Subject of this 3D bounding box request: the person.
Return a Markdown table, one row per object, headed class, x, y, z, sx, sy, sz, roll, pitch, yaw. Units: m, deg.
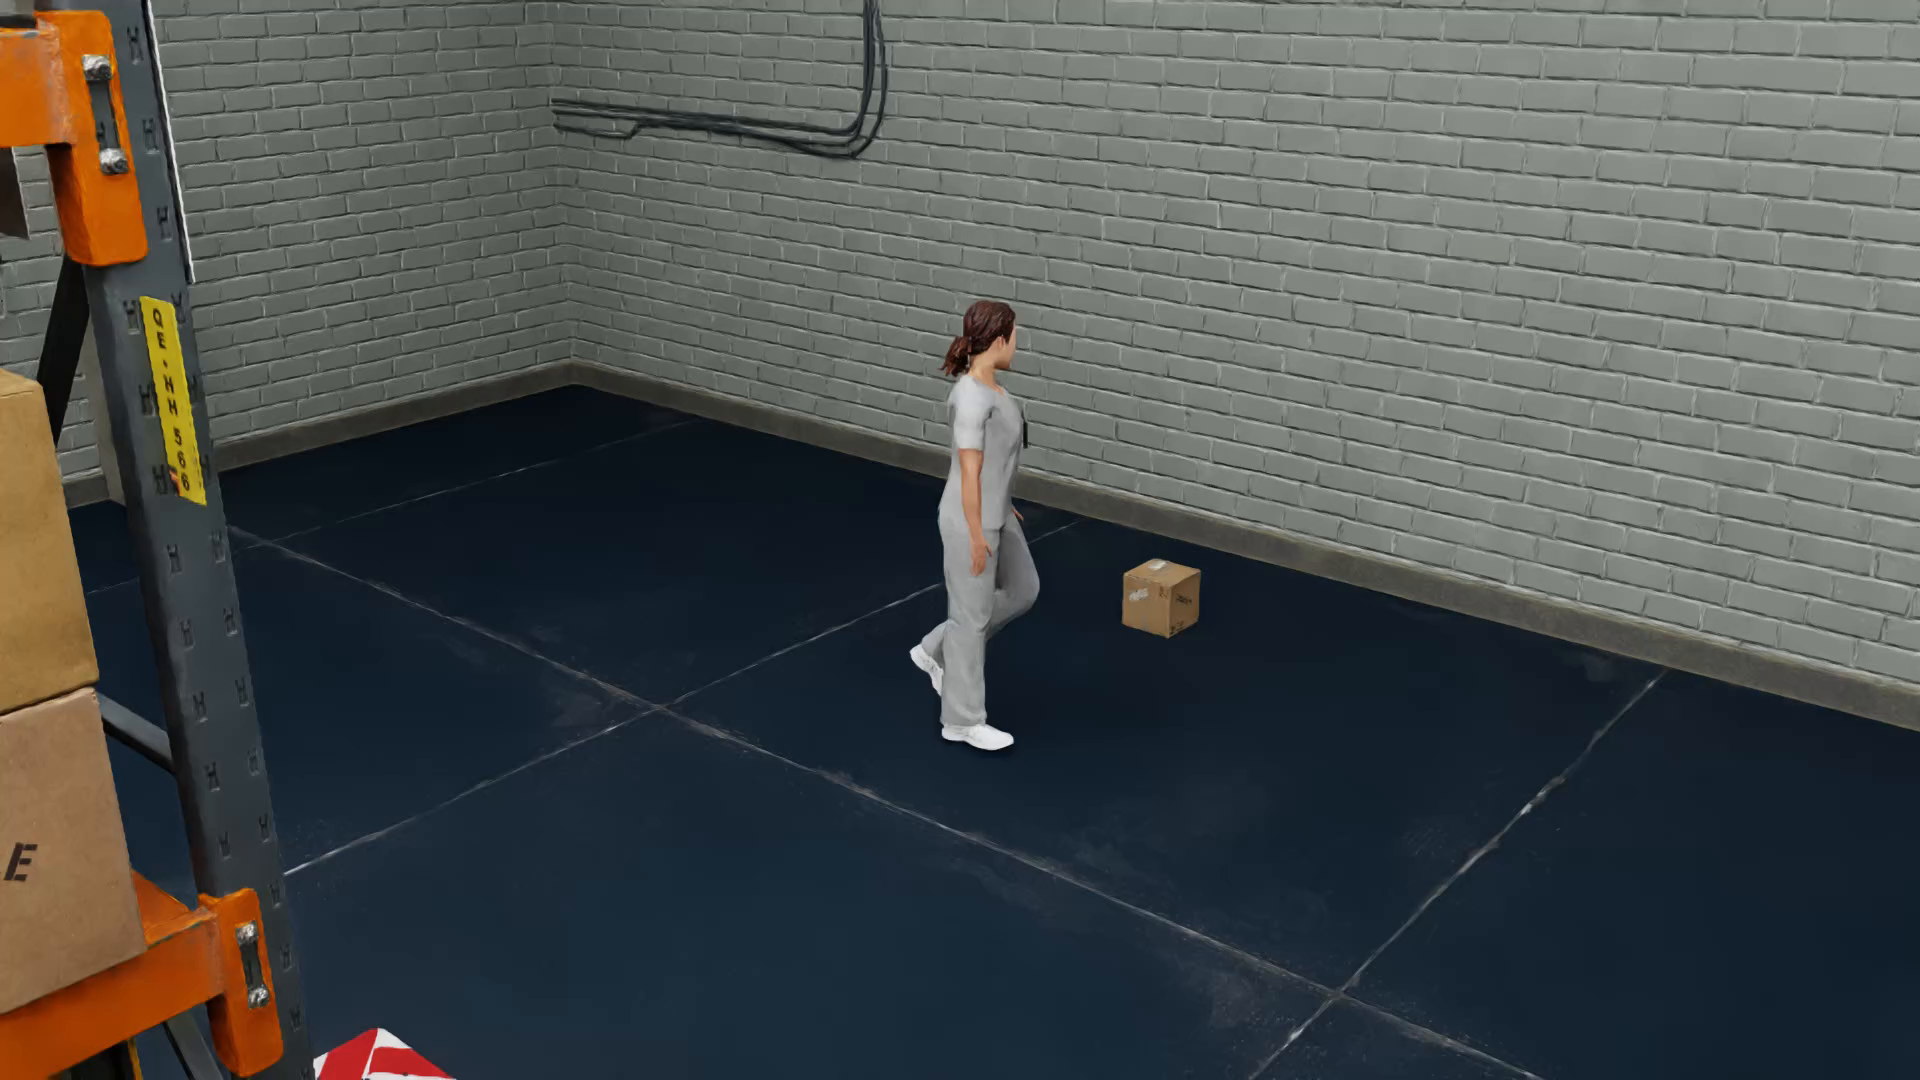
| class | x | y | z | sx | sy | sz | roll | pitch | yaw |
| --- | --- | --- | --- | --- | --- | --- | --- | --- | --- |
| person | 0.037 | -0.074 | 6.252 | 0.501 | 1.660 | 0.538 | 4 | 21 | 11 |
